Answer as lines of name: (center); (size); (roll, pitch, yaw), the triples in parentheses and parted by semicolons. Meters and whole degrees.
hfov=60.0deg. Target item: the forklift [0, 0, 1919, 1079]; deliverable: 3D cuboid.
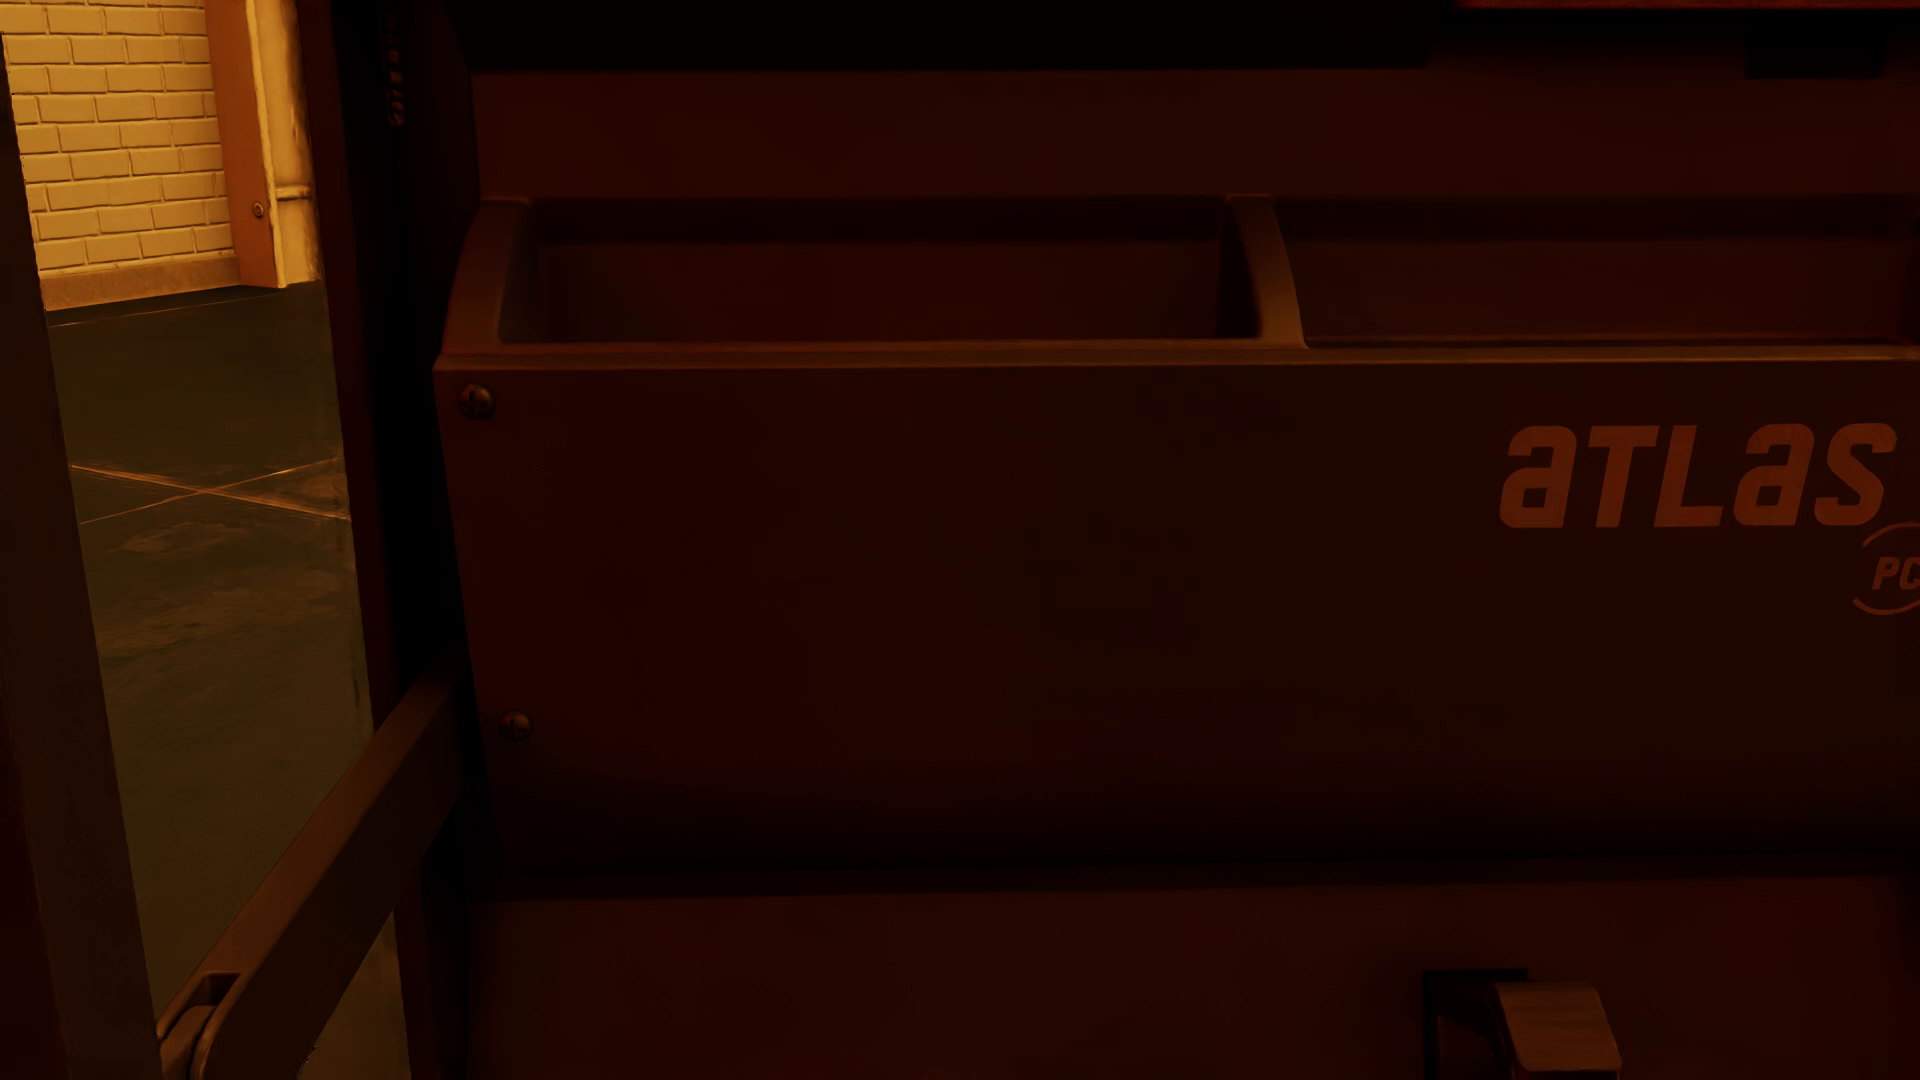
forklift: (0.191, -0.524, 0.631); (1.130, 2.935, 3.031); (-1, 16, -2)
